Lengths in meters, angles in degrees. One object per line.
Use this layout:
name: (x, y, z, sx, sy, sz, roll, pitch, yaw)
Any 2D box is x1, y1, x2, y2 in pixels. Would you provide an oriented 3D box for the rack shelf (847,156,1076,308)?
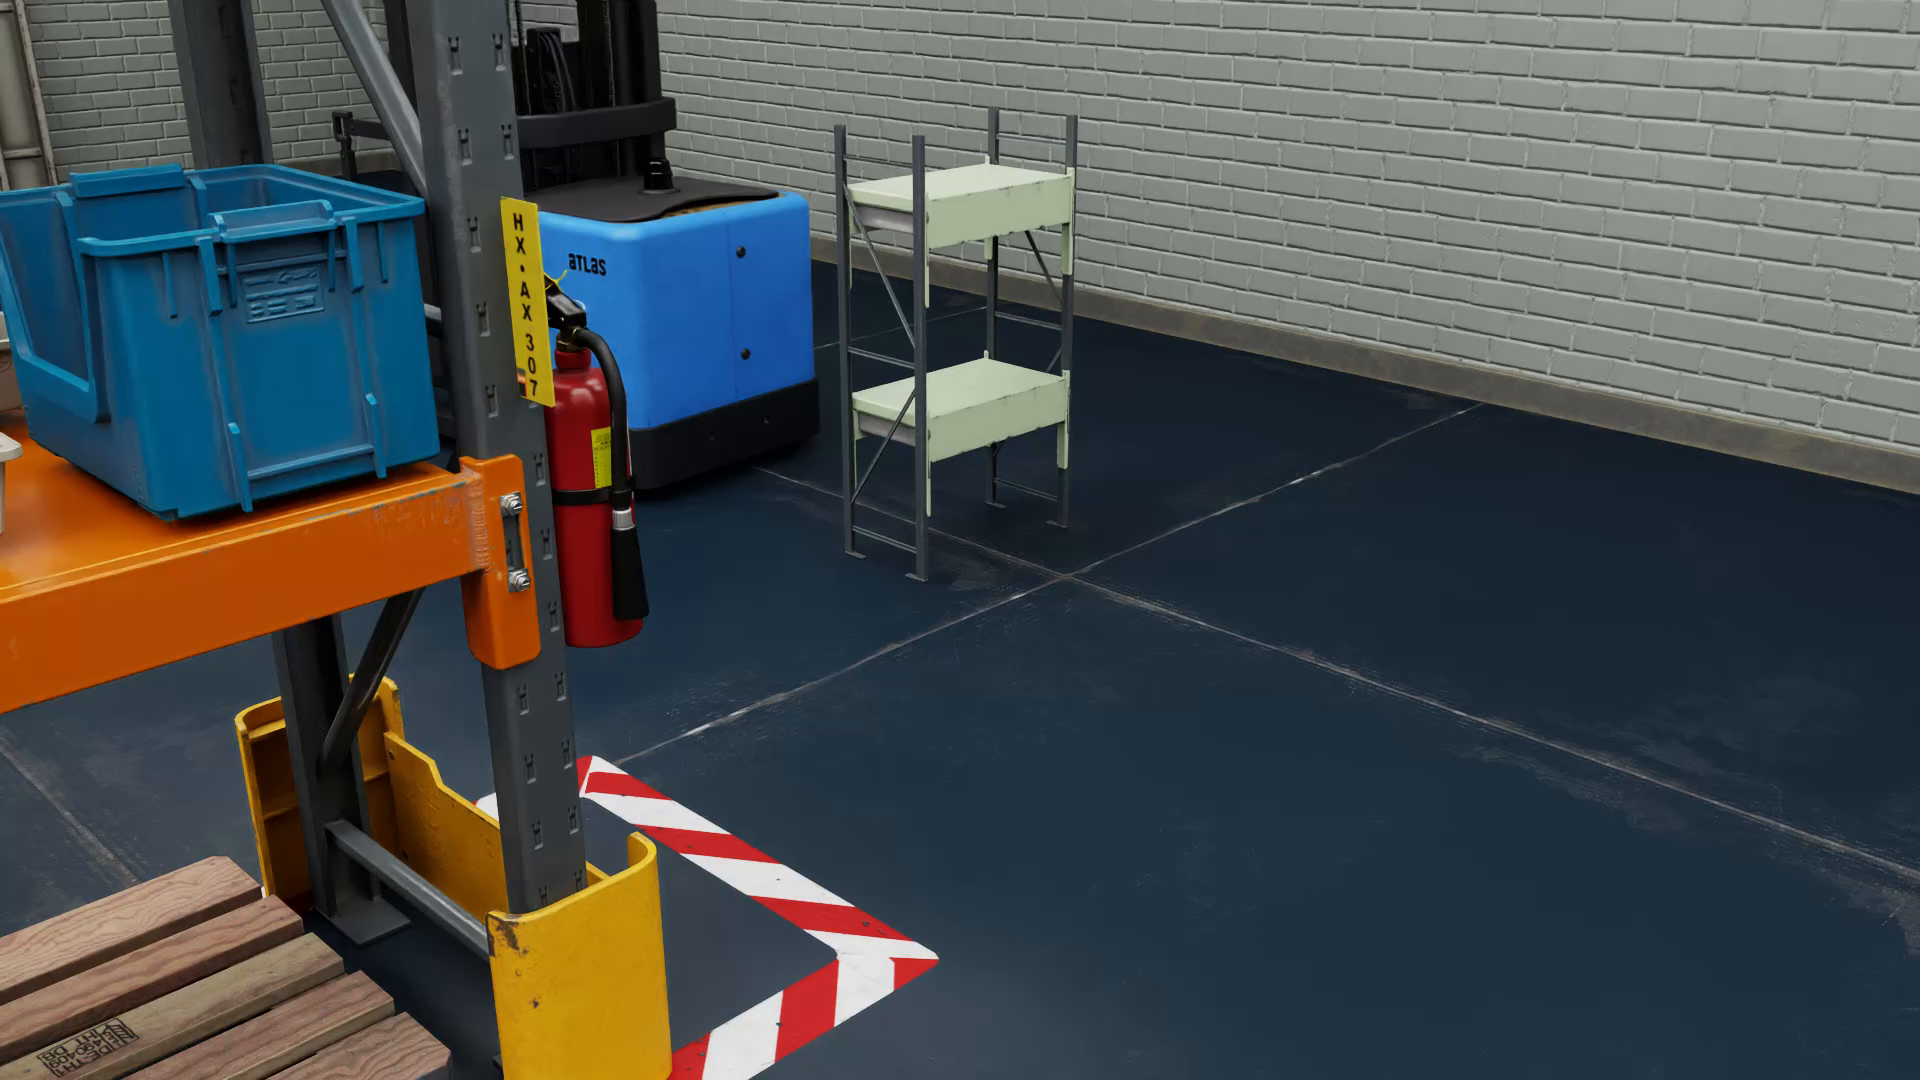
rack shelf: (-0.005, -1.063, 5.661, 0.431, 0.370, 0.720, 19, 28, 41)

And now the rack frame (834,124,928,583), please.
rack frame: (-0.260, -0.604, 5.556, 0.400, 1.500, 0.023, 19, 28, 41)

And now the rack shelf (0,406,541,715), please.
rack shelf: (-2.488, 0.415, 1.816, 1.077, 0.370, 4.000, 19, 28, 41)

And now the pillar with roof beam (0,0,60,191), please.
pillar with roof beam: (-3.843, -5.547, 7.964, 9.100, 9.000, 0.400, 19, 28, 41)

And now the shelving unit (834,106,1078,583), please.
shelving unit: (-0.005, -0.698, 5.801, 0.431, 1.500, 0.755, 19, 28, 41)

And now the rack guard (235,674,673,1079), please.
rack guard: (-1.086, 0.723, 3.497, 1.175, 0.500, 0.348, 19, 28, 41)

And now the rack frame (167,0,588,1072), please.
rack frame: (-1.093, -0.434, 3.024, 1.000, 3.000, 0.127, 19, 28, 41)

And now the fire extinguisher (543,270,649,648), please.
fire extinguisher: (-0.662, -0.149, 2.910, 0.296, 0.674, 0.183, 19, 28, 41)

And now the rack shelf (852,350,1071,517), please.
rack shelf: (-0.005, -0.394, 5.918, 0.431, 0.370, 0.720, 19, 28, 41)

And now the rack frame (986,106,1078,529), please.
rack frame: (0.251, -0.792, 6.046, 0.400, 1.500, 0.023, 19, 28, 41)

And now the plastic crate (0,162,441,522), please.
plastic crate: (-1.193, -0.346, 2.661, 0.616, 0.435, 0.499, 19, 28, 41)

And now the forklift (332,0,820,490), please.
forklift: (-2.060, -1.964, 7.100, 3.031, 2.935, 1.130, 16, 26, 36)

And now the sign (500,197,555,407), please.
sign: (-0.688, -0.377, 2.647, 0.100, 0.325, 0.005, 19, 28, 41)

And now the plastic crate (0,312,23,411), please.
plastic crate: (-1.784, -0.297, 2.949, 0.250, 0.136, 0.298, 19, 28, 41)

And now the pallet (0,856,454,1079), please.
pallet: (-1.696, 1.069, 2.998, 1.003, 0.211, 1.213, 19, 28, 41)

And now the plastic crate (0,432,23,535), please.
plastic crate: (-1.532, -0.084, 2.397, 0.396, 0.136, 0.243, 19, 28, 41)
